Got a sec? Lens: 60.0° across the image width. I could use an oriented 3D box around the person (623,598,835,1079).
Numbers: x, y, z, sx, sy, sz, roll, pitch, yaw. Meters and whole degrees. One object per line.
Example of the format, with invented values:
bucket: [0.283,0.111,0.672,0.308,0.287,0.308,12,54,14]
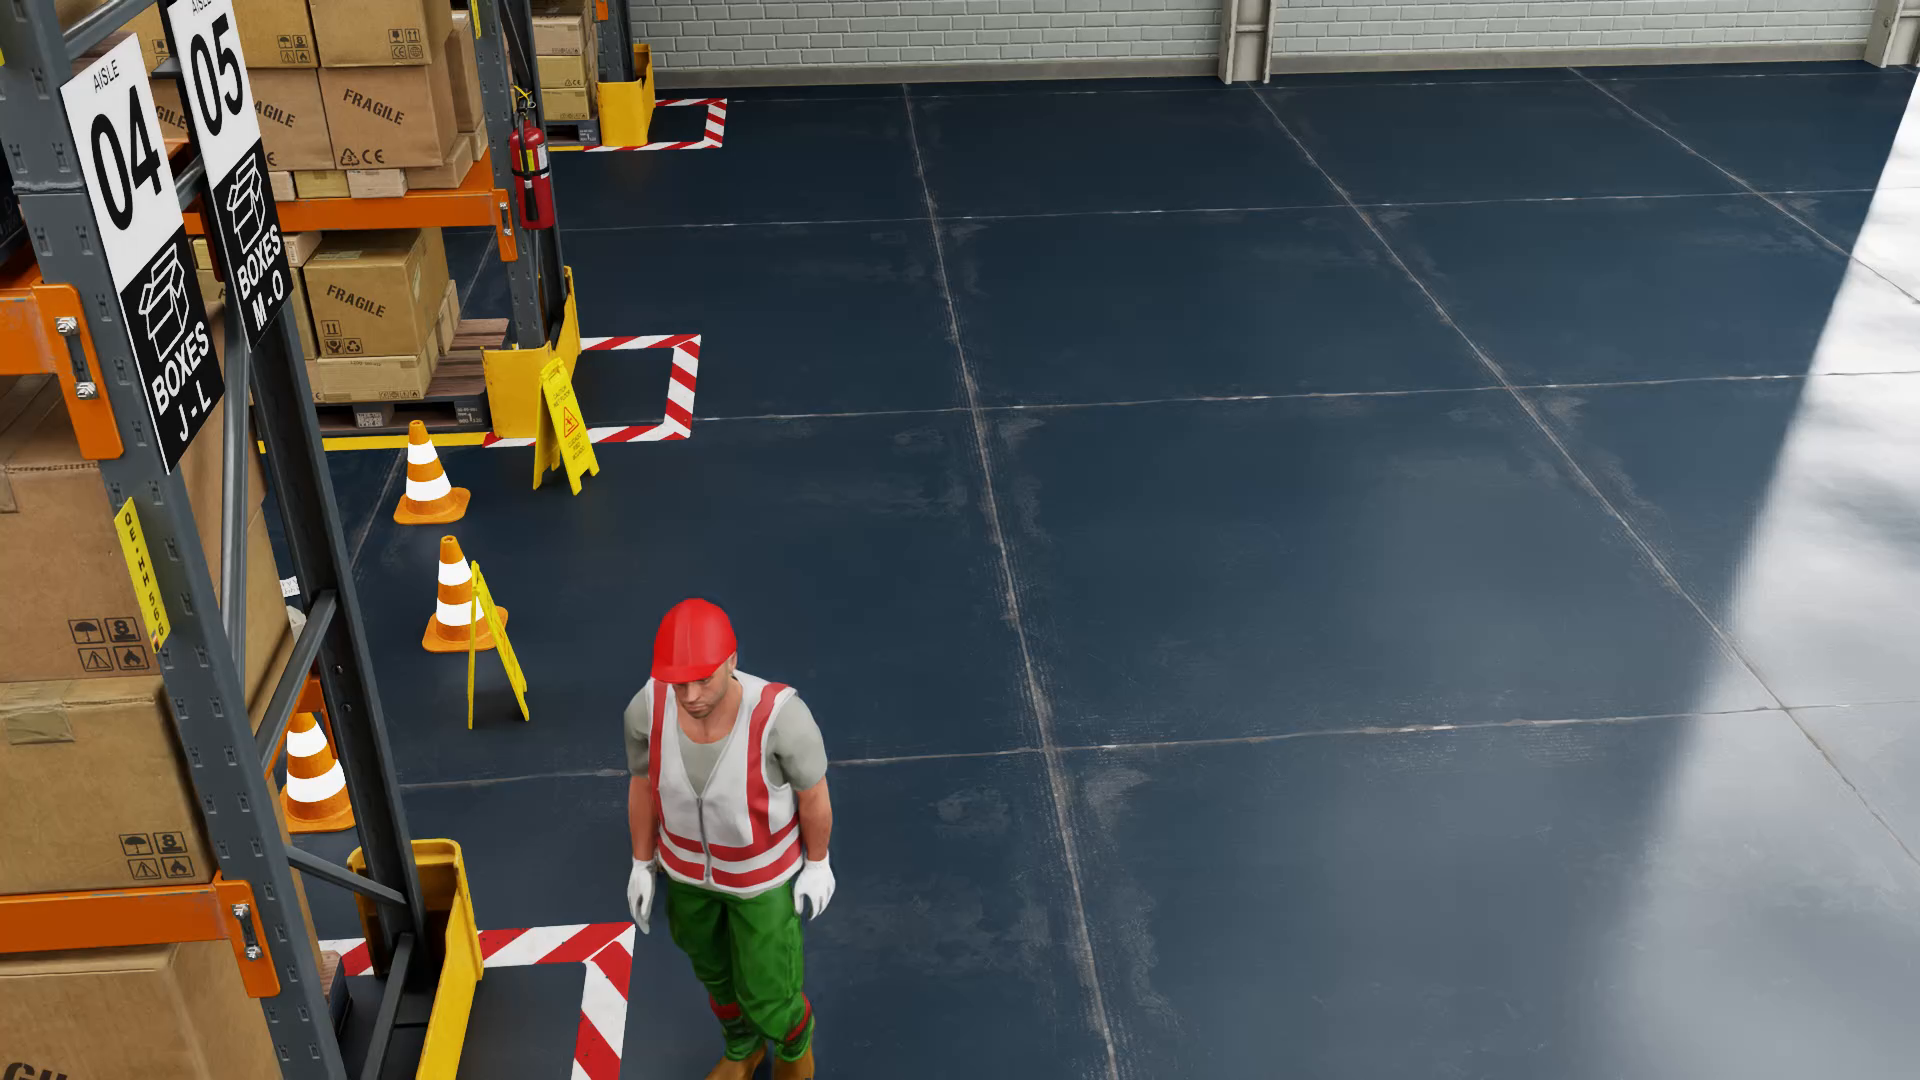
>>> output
person: [-0.631,0.919,4.551,0.547,1.804,0.430,8,32,14]
